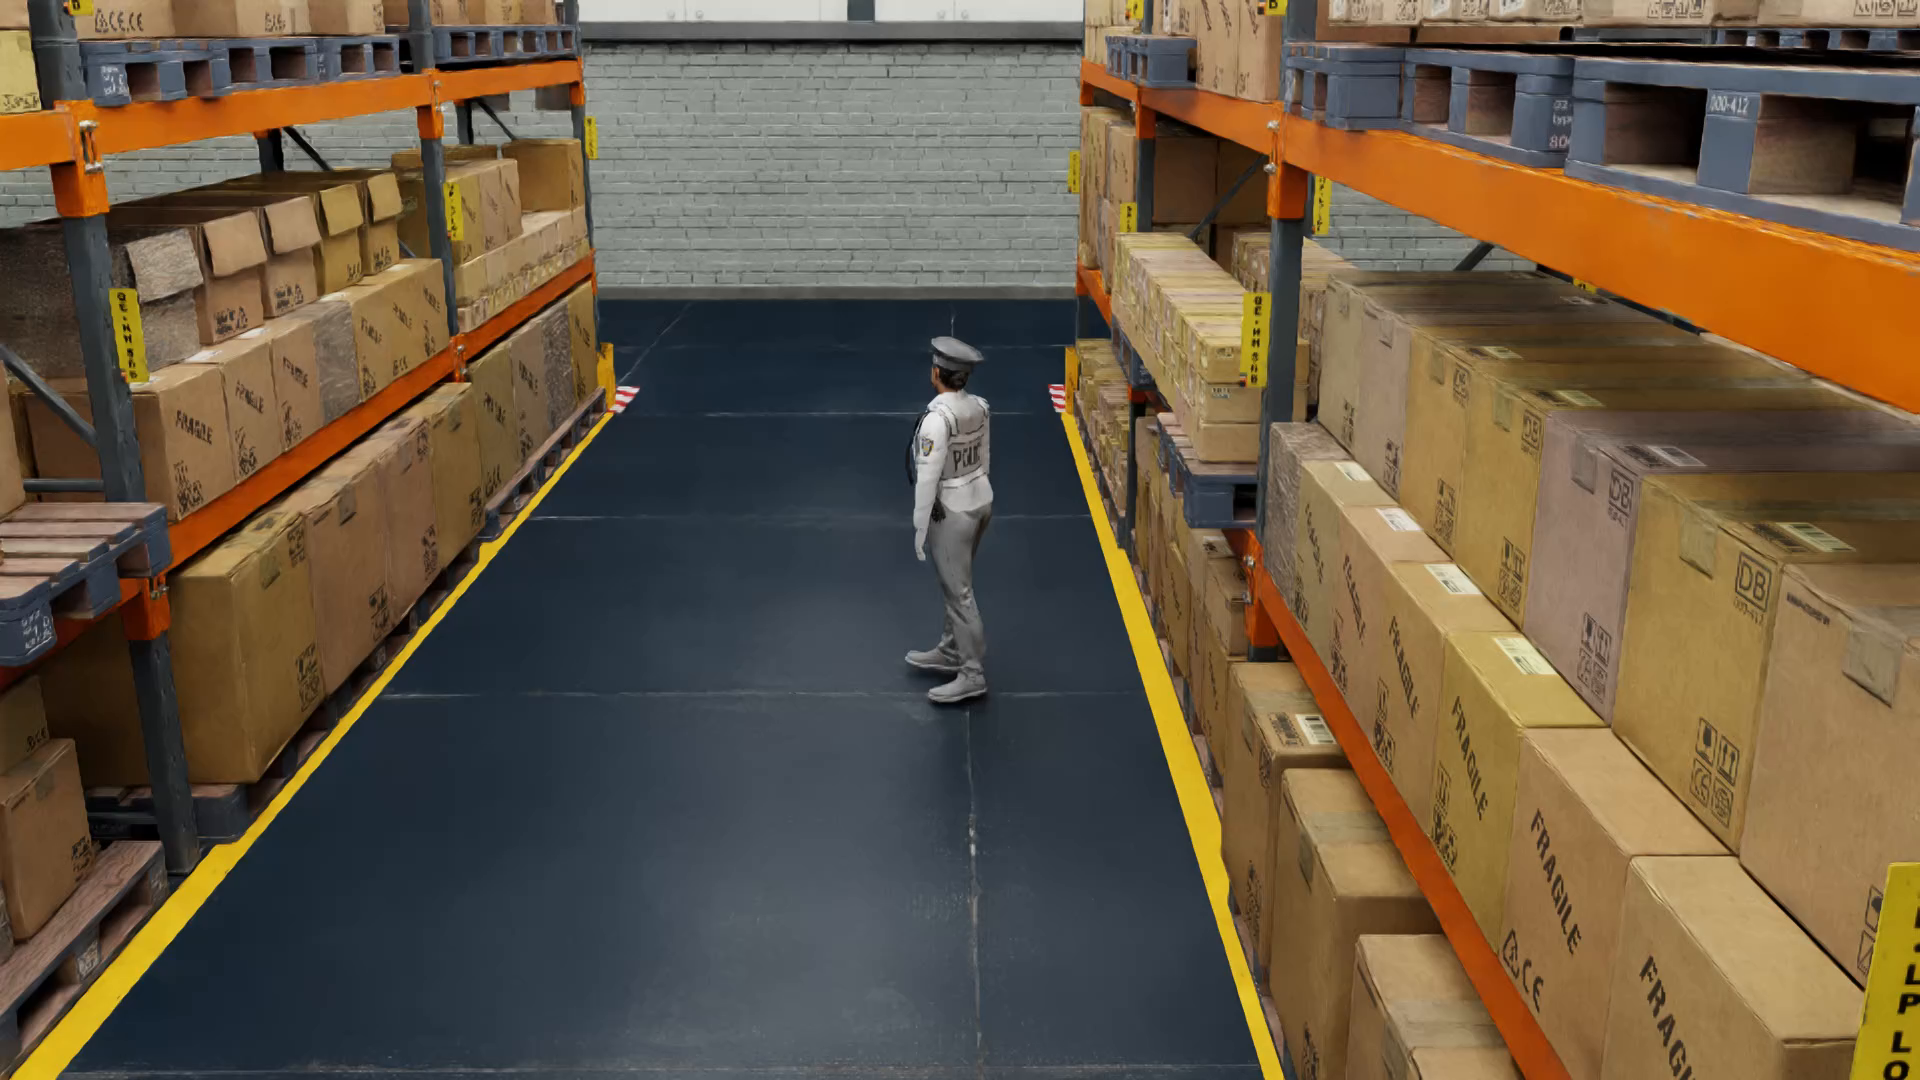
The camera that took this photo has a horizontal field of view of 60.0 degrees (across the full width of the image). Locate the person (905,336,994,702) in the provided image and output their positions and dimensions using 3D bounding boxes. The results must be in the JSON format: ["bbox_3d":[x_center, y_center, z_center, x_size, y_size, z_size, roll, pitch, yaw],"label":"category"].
[{"bbox_3d":[-0.064,-0.117,7.825,0.534,1.673,0.569,9,19,26],"label":"person"}]
